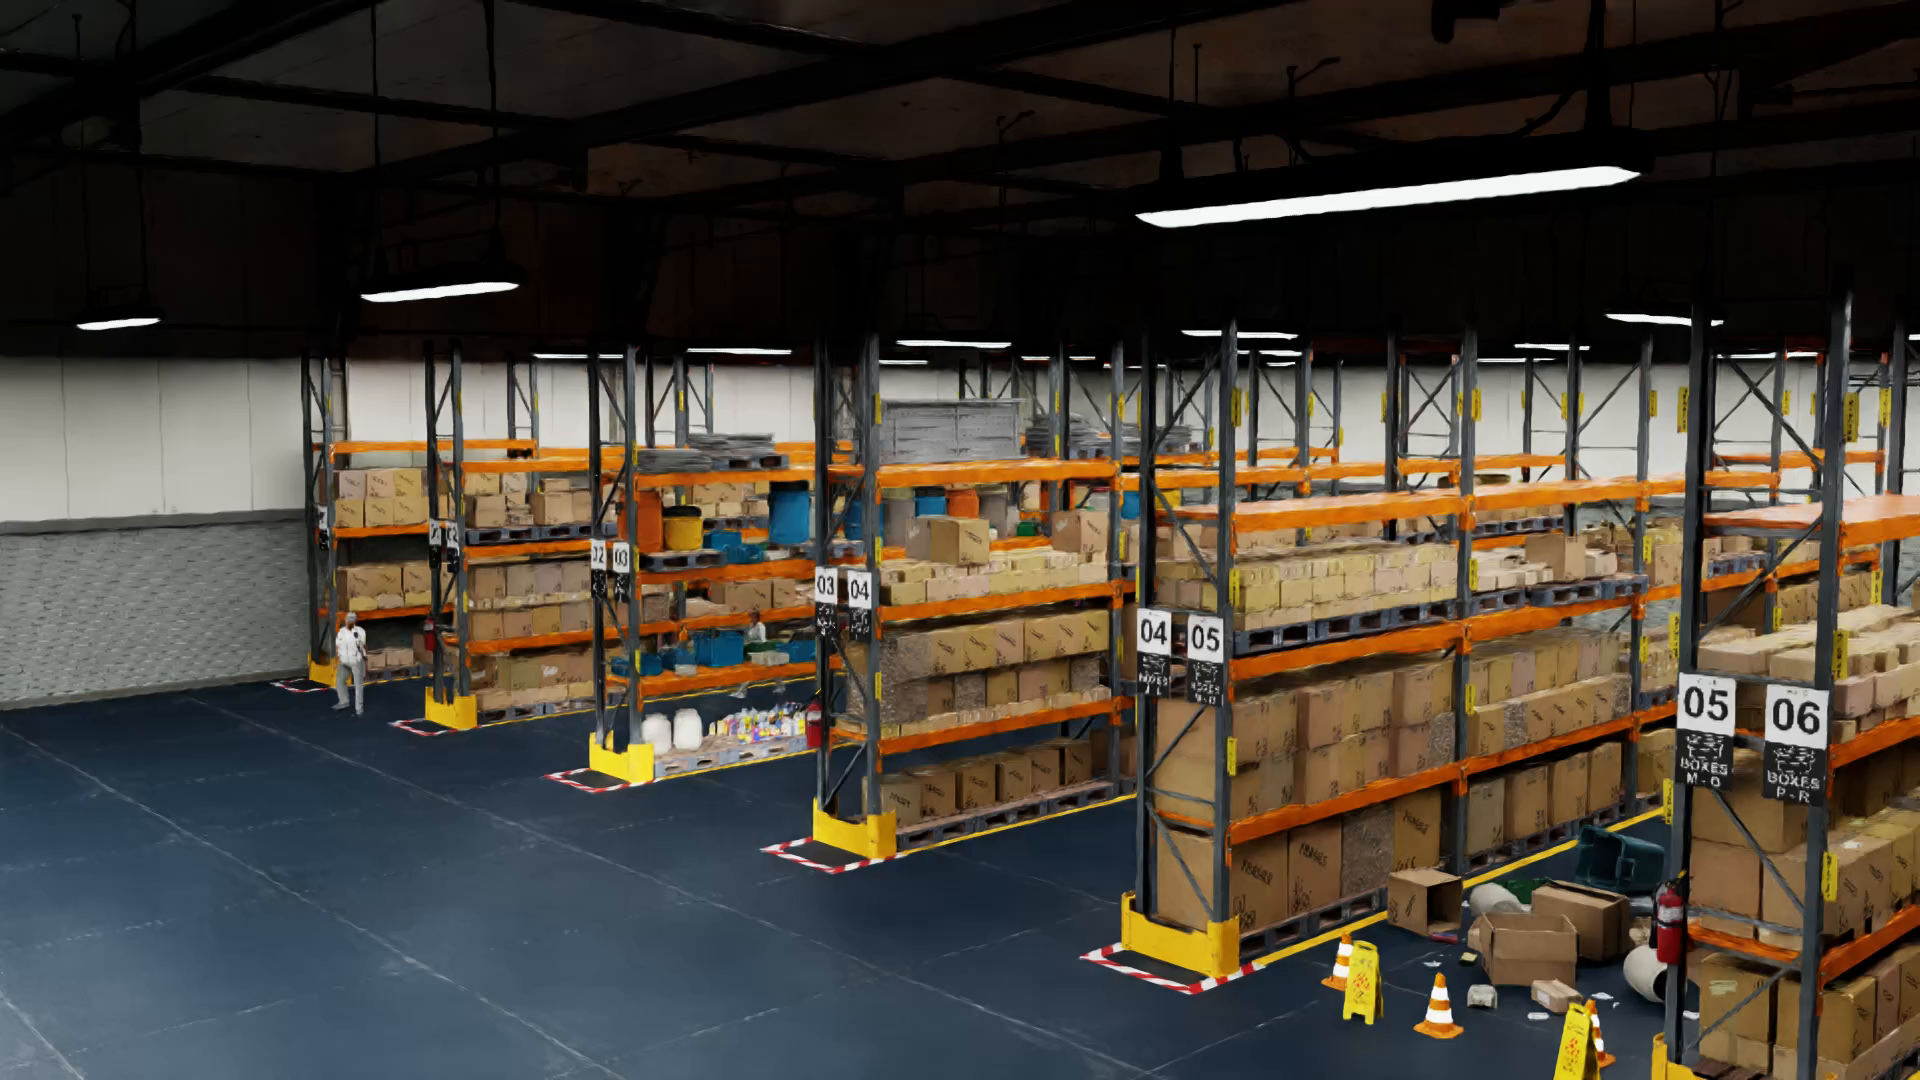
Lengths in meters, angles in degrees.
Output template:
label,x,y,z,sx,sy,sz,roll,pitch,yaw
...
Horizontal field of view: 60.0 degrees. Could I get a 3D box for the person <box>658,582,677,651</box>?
label,x,y,z,sx,sy,sz,roll,pitch,yaw
person,-5.628,1.491,32.092,0.454,1.679,0.539,2,5,20

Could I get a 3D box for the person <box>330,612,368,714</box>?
label,x,y,z,sx,sy,sz,roll,pitch,yaw
person,-9.937,1.976,26.957,0.712,1.658,0.508,0,5,3

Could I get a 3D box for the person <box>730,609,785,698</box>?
label,x,y,z,sx,sy,sz,roll,pitch,yaw
person,-3.409,1.911,28.233,0.415,1.517,1.041,5,7,45
